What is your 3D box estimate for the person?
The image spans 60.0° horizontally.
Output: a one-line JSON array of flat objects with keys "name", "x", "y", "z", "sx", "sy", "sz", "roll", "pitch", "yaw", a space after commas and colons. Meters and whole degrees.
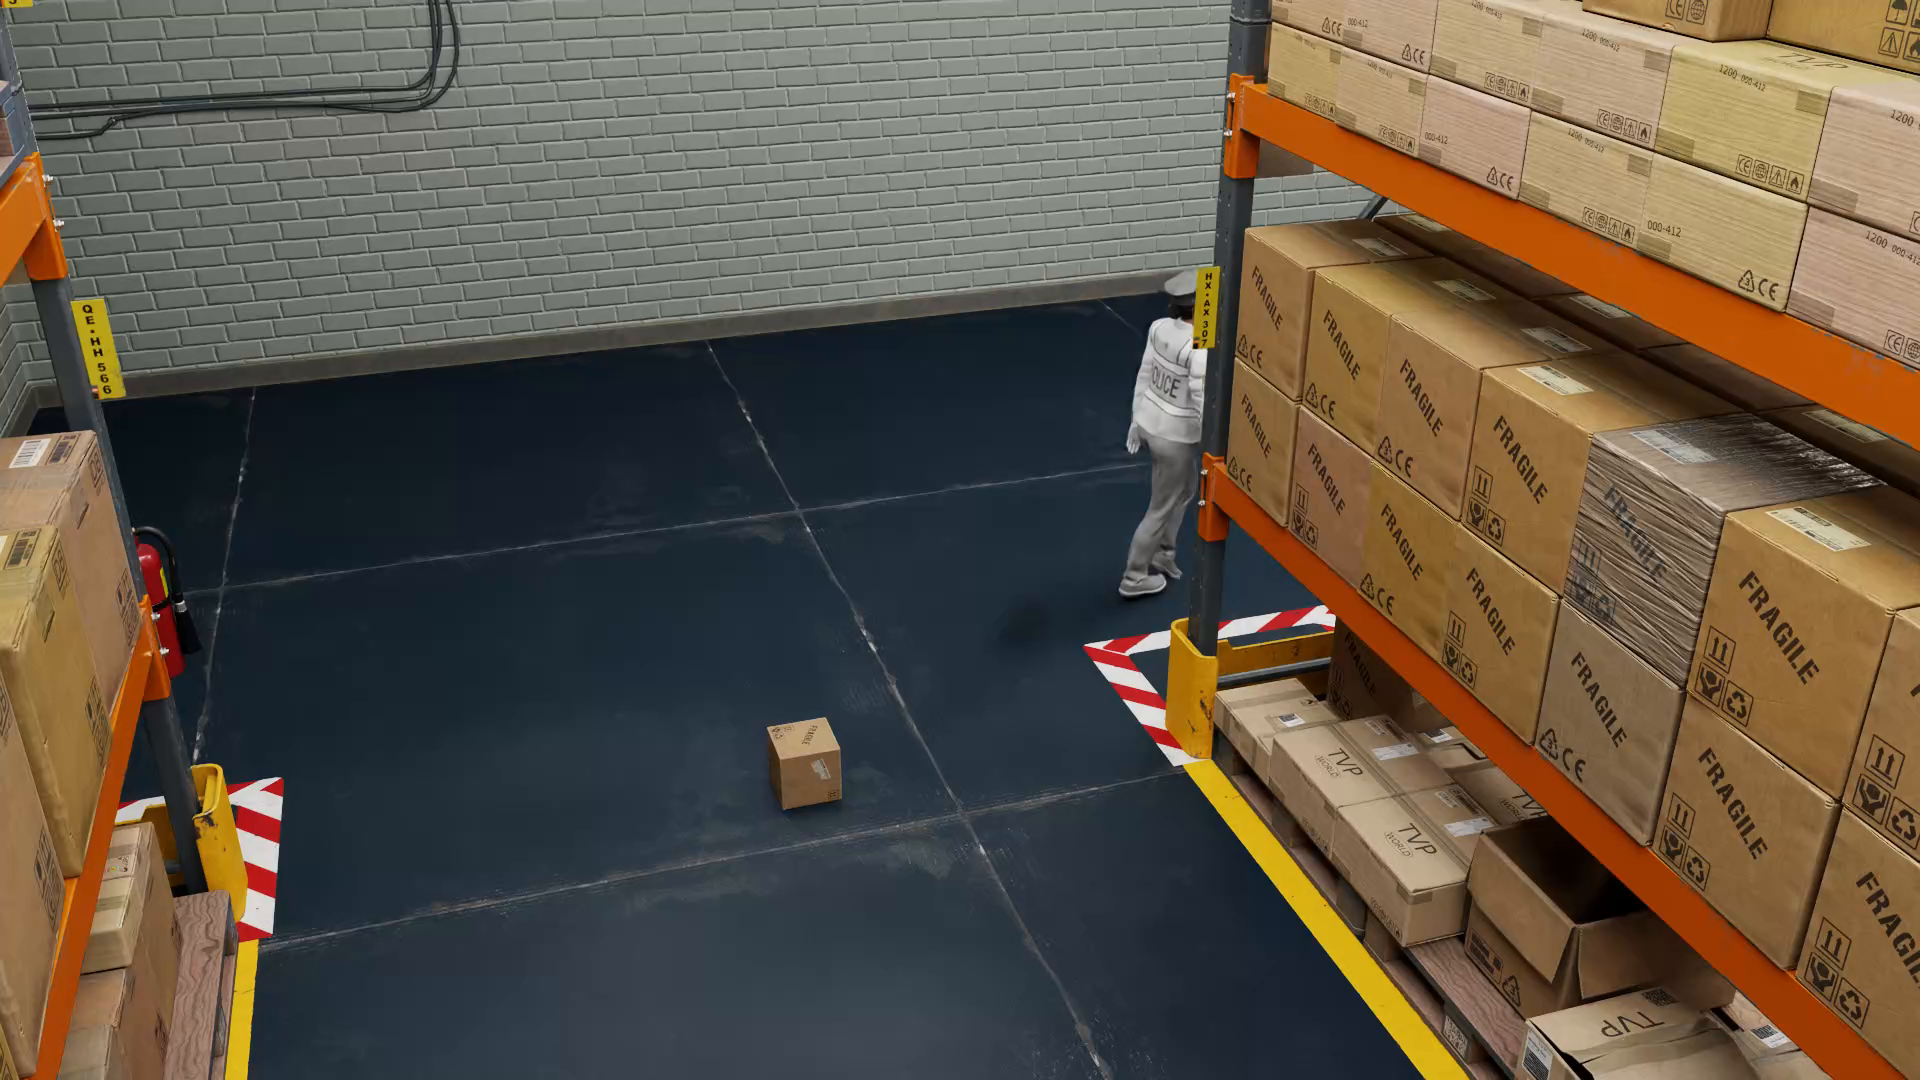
[{"name": "person", "x": 1.032, "y": -0.468, "z": 8.041, "sx": 0.491, "sy": 1.728, "sz": 0.508, "roll": -11, "pitch": 28, "yaw": -20}]
